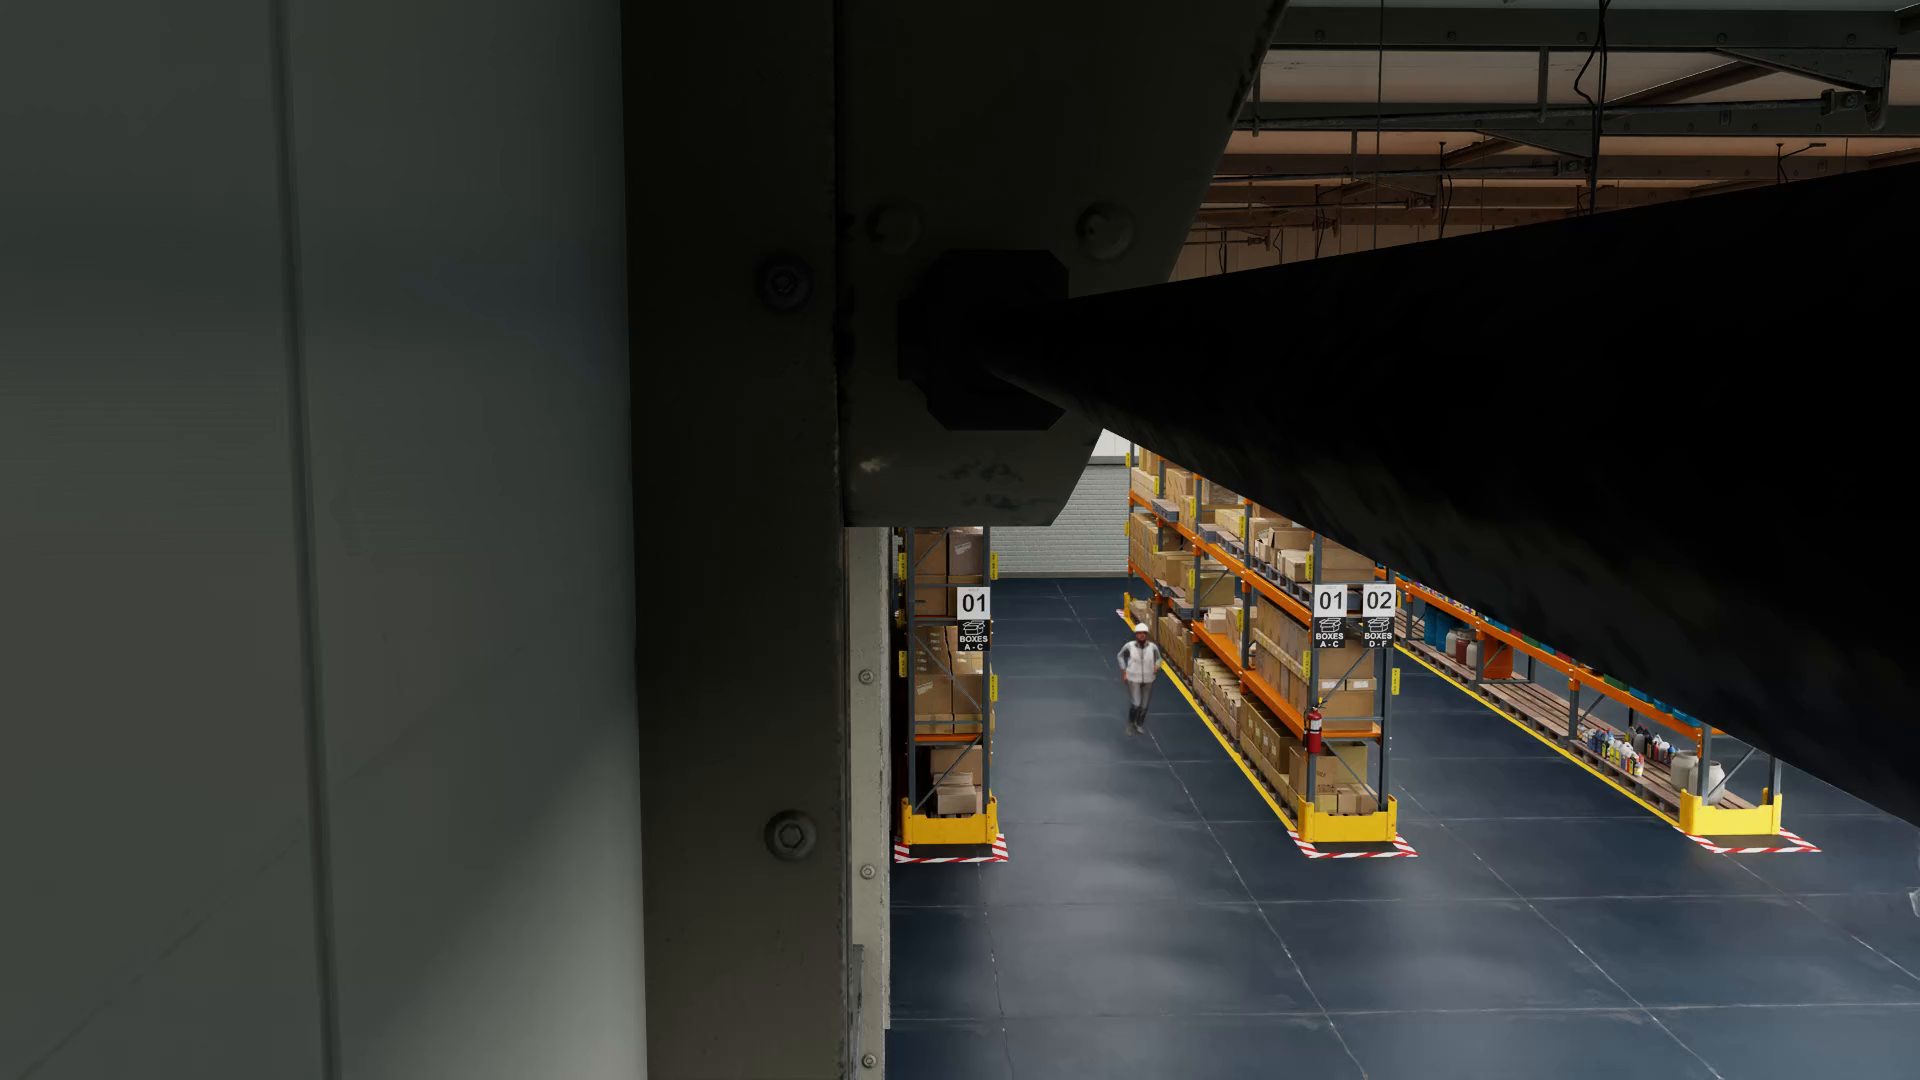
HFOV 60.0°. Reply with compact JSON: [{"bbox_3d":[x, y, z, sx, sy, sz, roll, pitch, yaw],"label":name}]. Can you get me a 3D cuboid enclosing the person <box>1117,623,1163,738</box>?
[{"bbox_3d":[2.746,2.131,25.168,0.661,1.759,0.677,-1,7,-7],"label":"person"}]
